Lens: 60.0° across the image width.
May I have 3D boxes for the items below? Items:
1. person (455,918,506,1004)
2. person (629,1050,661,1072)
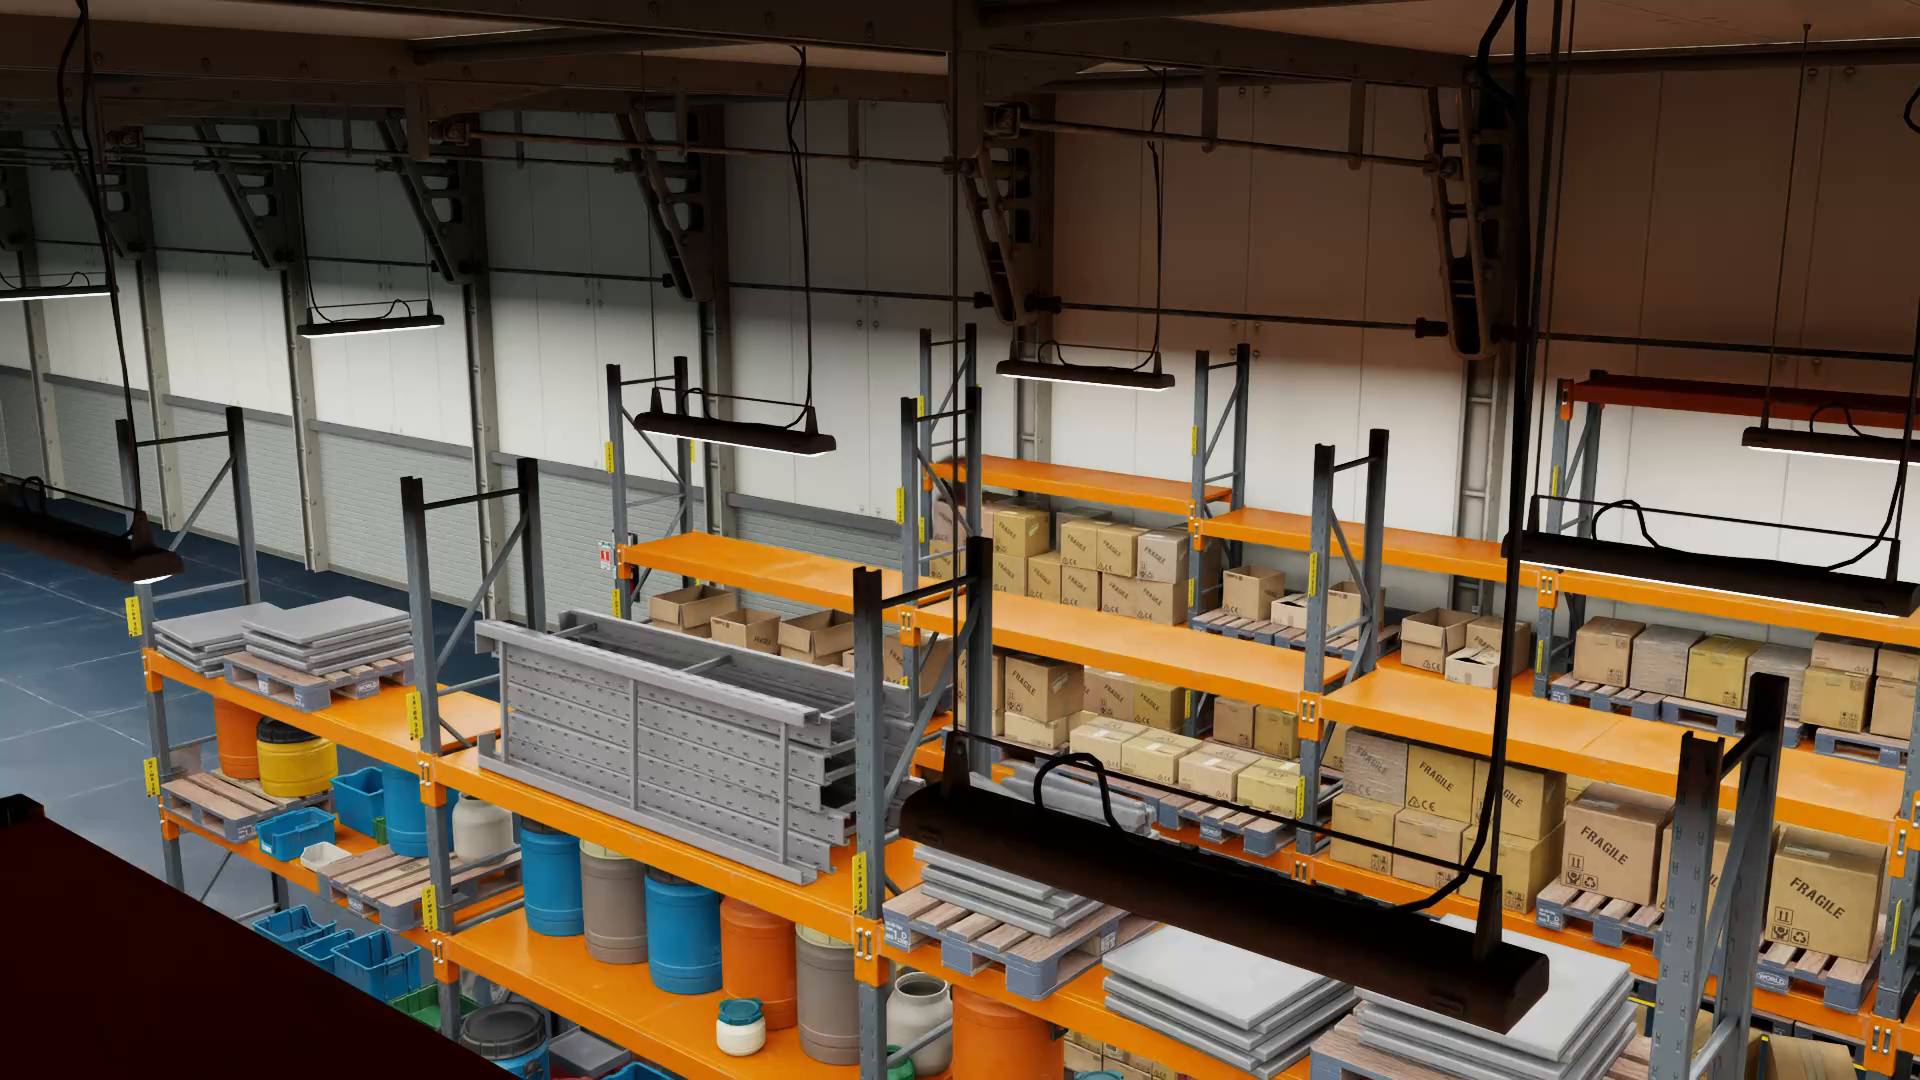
[{"bbox_3d":[-4.481,3.843,15.448,0.530,1.660,0.651,-3,13,-12],"label":"person"},{"bbox_3d":[-2.590,4.208,13.866,0.458,1.622,0.861,-8,15,-31],"label":"person"}]
